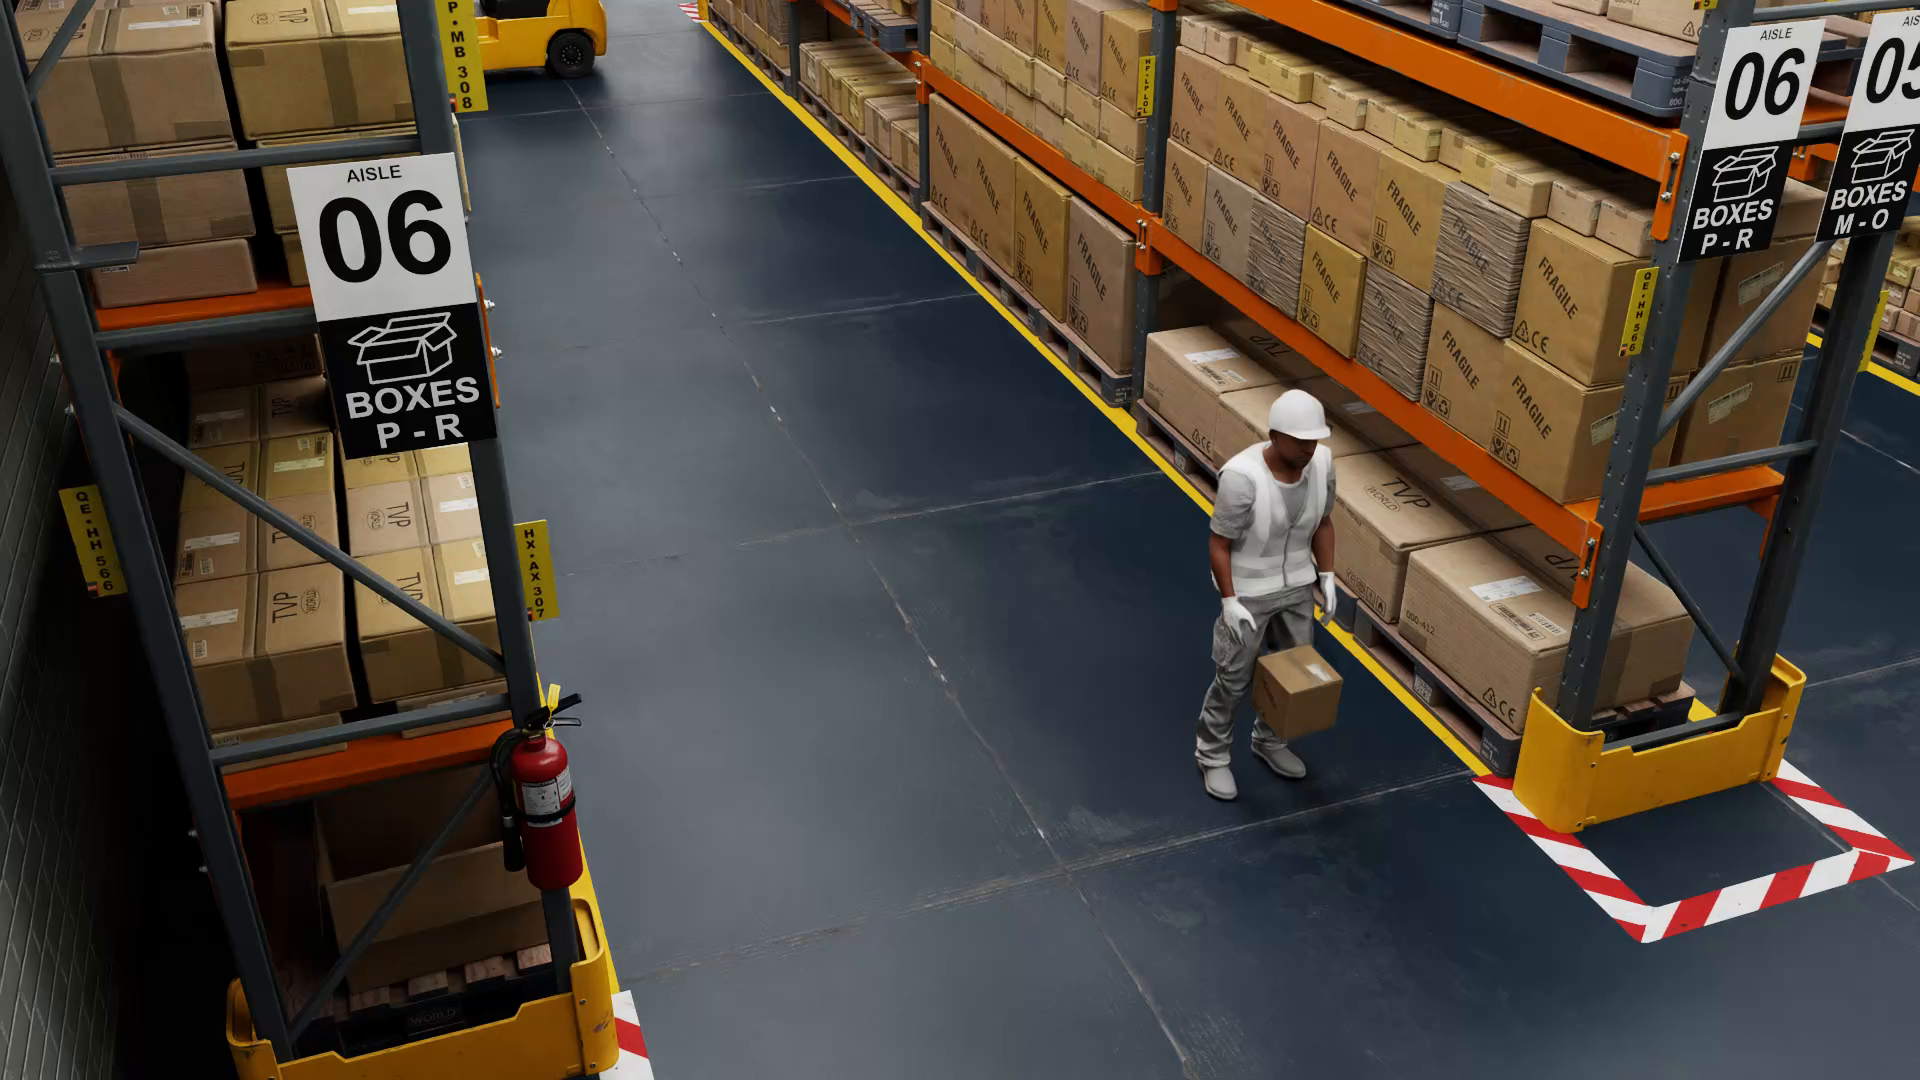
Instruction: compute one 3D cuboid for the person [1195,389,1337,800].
[{"bbox_3d":[1.253,0.200,6.758,0.575,1.781,0.410,-12,32,-21],"label":"person"}]
